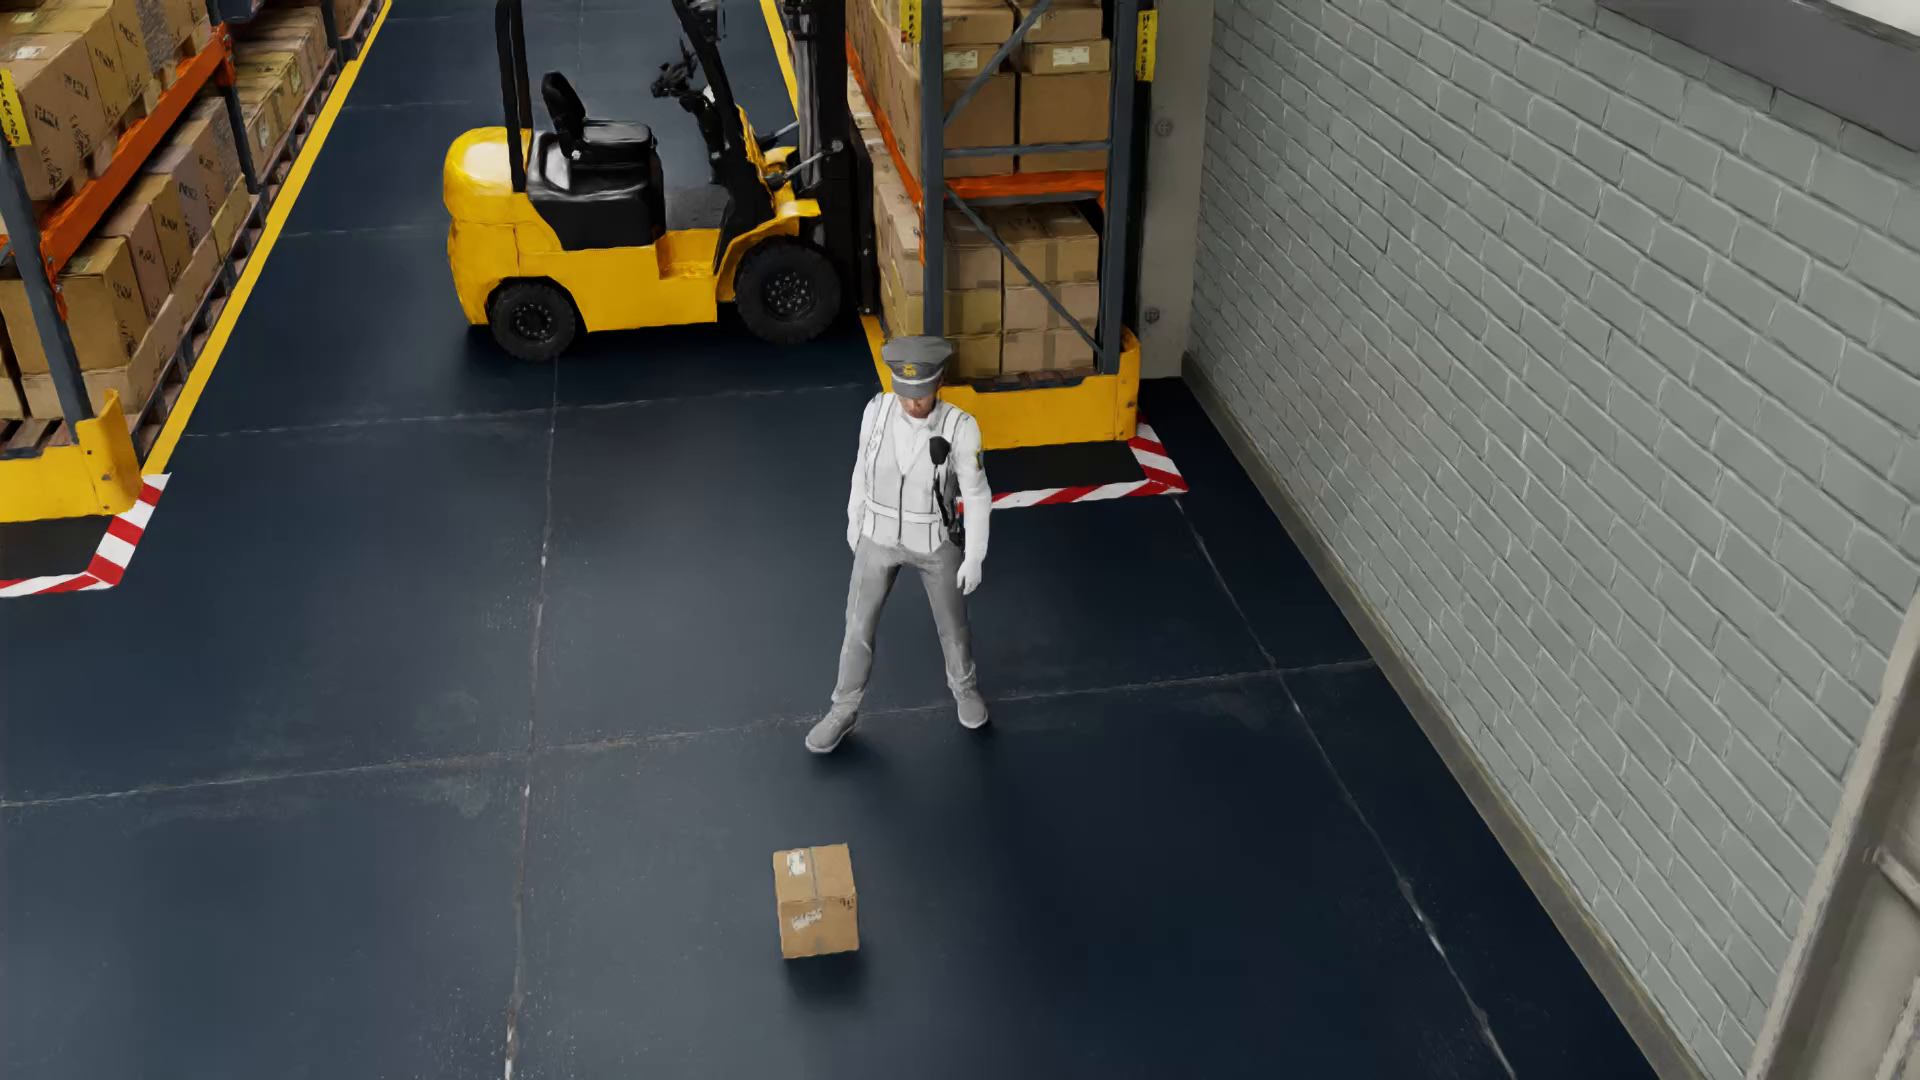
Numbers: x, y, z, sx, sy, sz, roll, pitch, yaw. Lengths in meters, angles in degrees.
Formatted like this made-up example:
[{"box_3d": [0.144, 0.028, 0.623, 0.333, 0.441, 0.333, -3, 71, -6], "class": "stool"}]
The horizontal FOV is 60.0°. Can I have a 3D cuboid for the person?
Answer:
[{"box_3d": [-0.213, 0.021, 6.066, 0.649, 1.649, 0.618, 8, 32, 13], "class": "person"}]
